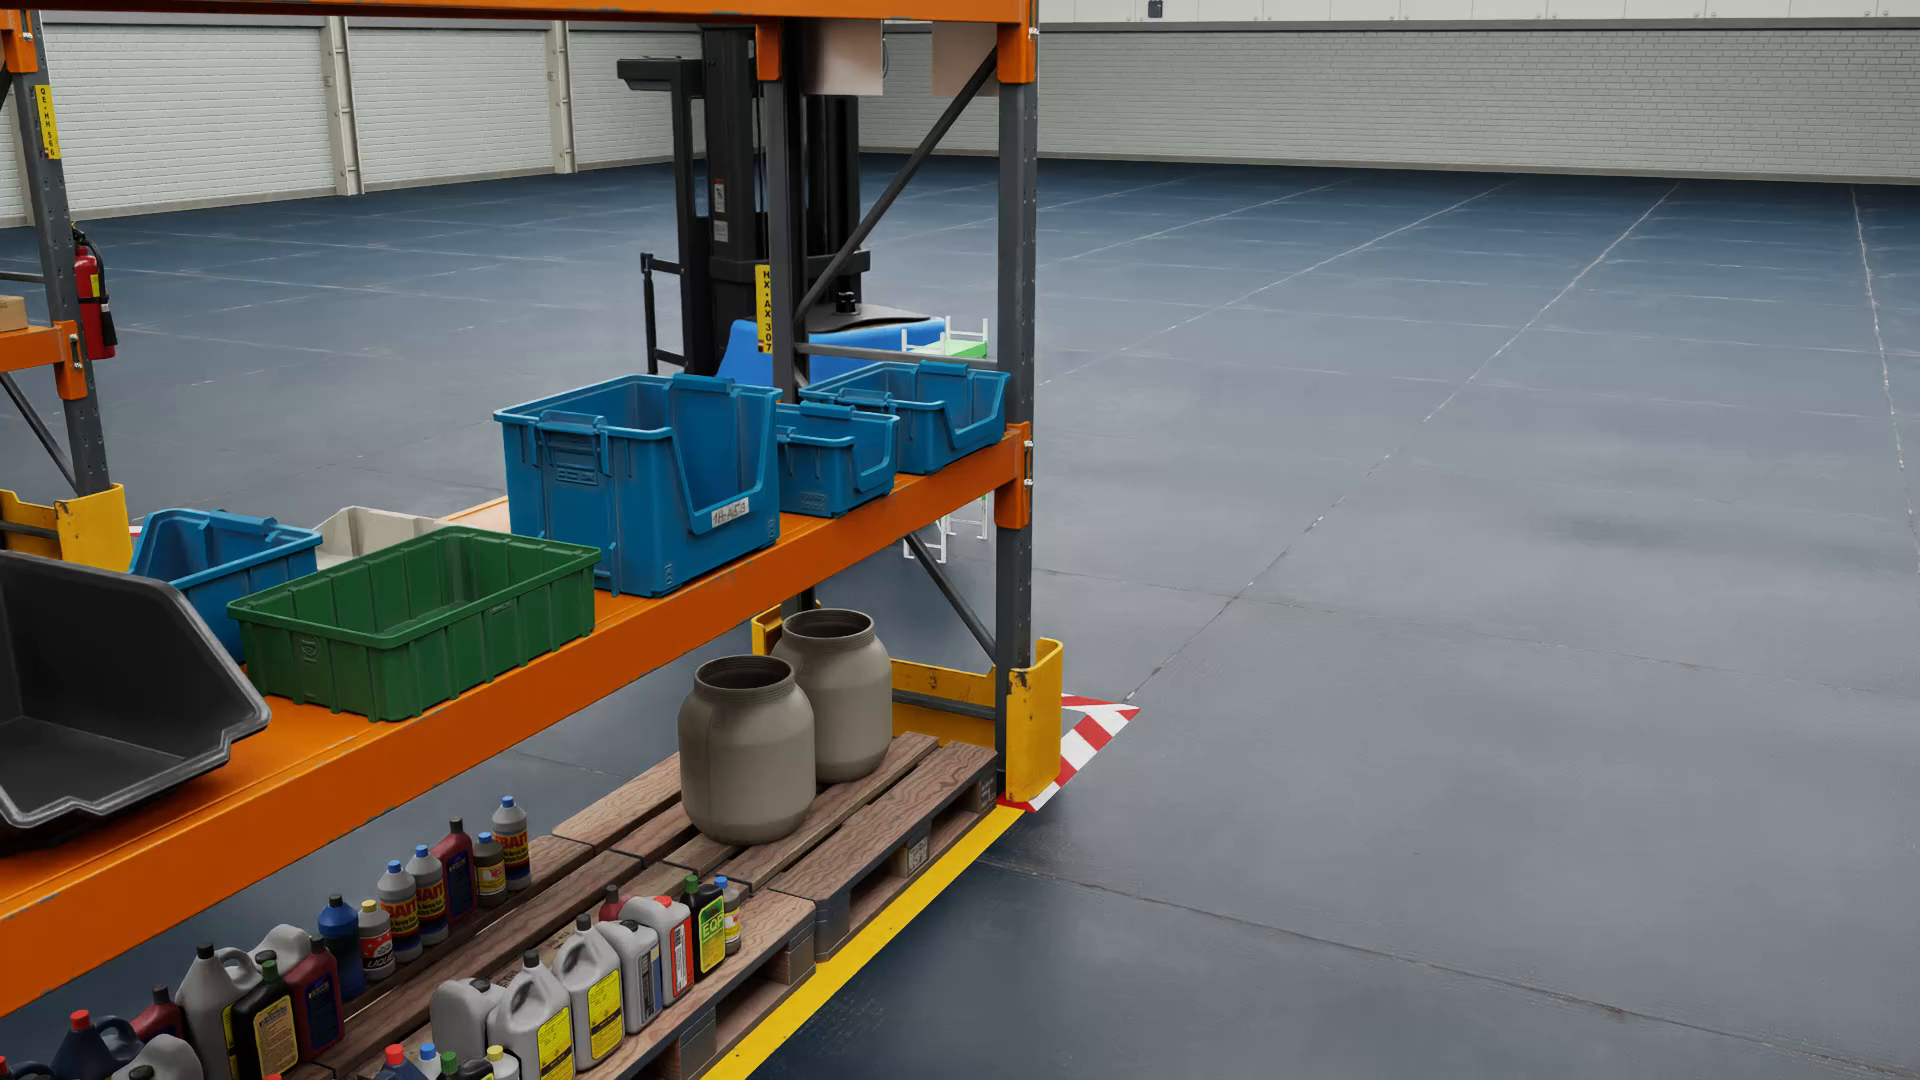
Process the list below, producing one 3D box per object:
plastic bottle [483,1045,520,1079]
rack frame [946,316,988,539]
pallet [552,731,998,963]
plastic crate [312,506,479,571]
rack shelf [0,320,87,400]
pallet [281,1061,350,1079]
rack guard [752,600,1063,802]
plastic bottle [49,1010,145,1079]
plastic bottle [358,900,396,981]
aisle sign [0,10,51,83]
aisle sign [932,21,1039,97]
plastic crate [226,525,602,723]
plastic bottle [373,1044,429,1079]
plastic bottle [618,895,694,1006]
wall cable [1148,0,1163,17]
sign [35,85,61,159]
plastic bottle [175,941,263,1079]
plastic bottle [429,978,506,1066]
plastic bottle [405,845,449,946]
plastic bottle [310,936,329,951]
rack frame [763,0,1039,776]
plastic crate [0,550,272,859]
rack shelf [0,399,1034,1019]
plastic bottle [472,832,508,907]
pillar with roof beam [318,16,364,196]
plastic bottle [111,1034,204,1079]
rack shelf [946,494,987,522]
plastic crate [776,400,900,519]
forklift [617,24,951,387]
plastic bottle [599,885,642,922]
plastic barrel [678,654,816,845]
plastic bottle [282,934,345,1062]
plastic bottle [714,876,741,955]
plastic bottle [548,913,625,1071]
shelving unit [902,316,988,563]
[{"bbox_3d":[-1.039,1.235,3.742,0.097,0.201,0.097,0,17,0],"label":"plastic bottle"},{"bbox_3d":[0.035,-0.595,8.921,0.240,1.200,0.015,8,18,25],"label":"rack frame"},{"bbox_3d":[-0.575,0.923,5.544,1.003,0.211,1.213,8,18,25],"label":"pallet"},{"bbox_3d":[-1.504,0.055,4.035,0.530,0.136,0.437,8,18,25],"label":"plastic crate"},{"bbox_3d":[-5.540,-0.421,6.436,1.077,0.370,4.000,8,18,25],"label":"rack shelf"},{"bbox_3d":[-1.665,1.545,3.452,1.003,0.211,1.213,8,18,25],"label":"pallet"},{"bbox_3d":[-0.207,0.579,6.198,1.175,0.500,0.348,8,18,25],"label":"rack guard"},{"bbox_3d":[-1.887,1.183,3.652,0.144,0.351,0.185,7,18,23],"label":"plastic bottle"},{"bbox_3d":[-1.546,1.046,4.377,0.097,0.201,0.097,0,17,0],"label":"plastic bottle"},{"bbox_3d":[-4.350,-2.499,7.603,0.394,0.787,0.004,8,18,25],"label":"aisle sign"},{"bbox_3d":[0.083,-1.872,5.491,0.394,0.787,0.004,8,18,25],"label":"aisle sign"},{"bbox_3d":[-1.144,0.166,3.570,0.450,0.188,0.662,8,18,25],"label":"plastic crate"},{"bbox_3d":[-1.186,1.232,3.488,0.144,0.351,0.185,7,18,23],"label":"plastic bottle"},{"bbox_3d":[-0.781,1.034,4.285,0.152,0.276,0.135,8,18,26],"label":"plastic bottle"},{"bbox_3d":[5.319,-14.622,36.475,2.305,6.003,0.169,8,18,25],"label":"wall cable"},{"bbox_3d":[-4.159,-1.906,7.584,0.100,0.325,0.005,8,18,25],"label":"sign"},{"bbox_3d":[-1.743,1.101,3.929,0.144,0.351,0.185,8,18,25],"label":"plastic bottle"},{"bbox_3d":[-1.140,1.147,3.905,0.152,0.276,0.135,8,18,25],"label":"plastic bottle"},{"bbox_3d":[-1.457,0.962,4.538,0.097,0.271,0.097,0,17,0],"label":"plastic bottle"},{"bbox_3d":[-1.638,1.098,4.201,0.097,0.201,0.097,0,17,0],"label":"plastic bottle"},{"bbox_3d":[-0.215,-0.645,5.927,1.000,3.000,0.127,8,18,25],"label":"rack frame"},{"bbox_3d":[-1.655,0.287,2.900,0.767,0.338,0.504,8,18,25],"label":"plastic crate"},{"bbox_3d":[-1.109,0.209,4.314,1.077,0.370,4.000,8,18,25],"label":"rack shelf"},{"bbox_3d":[-1.350,0.934,4.753,0.097,0.201,0.097,0,17,0],"label":"plastic bottle"},{"bbox_3d":[-7.177,-10.017,26.944,9.100,9.000,0.400,8,18,25],"label":"pillar with roof beam"},{"bbox_3d":[-1.743,1.232,3.620,0.152,0.276,0.135,8,18,25],"label":"plastic bottle"},{"bbox_3d":[-0.074,-0.242,8.798,0.258,0.148,0.480,8,18,25],"label":"rack shelf"},{"bbox_3d":[-0.466,-0.243,4.836,0.499,0.251,0.408,8,18,25],"label":"plastic crate"},{"bbox_3d":[-1.357,-1.879,10.202,1.130,2.935,3.031,-13,21,-37],"label":"forklift"},{"bbox_3d":[-0.876,1.017,4.329,0.061,0.283,0.133,8,18,25],"label":"plastic bottle"},{"bbox_3d":[-0.665,0.652,5.195,0.421,0.512,0.421,0,17,0],"label":"plastic barrel"},{"bbox_3d":[-1.571,1.106,4.031,0.061,0.283,0.133,8,18,25],"label":"plastic bottle"},{"bbox_3d":[-0.644,1.009,4.500,0.097,0.201,0.097,0,17,0],"label":"plastic bottle"},{"bbox_3d":[-0.913,1.076,4.012,0.144,0.351,0.185,9,19,28],"label":"plastic bottle"},{"bbox_3d":[-0.074,-0.533,8.712,0.258,1.200,0.503,8,18,25],"label":"shelving unit"}]
